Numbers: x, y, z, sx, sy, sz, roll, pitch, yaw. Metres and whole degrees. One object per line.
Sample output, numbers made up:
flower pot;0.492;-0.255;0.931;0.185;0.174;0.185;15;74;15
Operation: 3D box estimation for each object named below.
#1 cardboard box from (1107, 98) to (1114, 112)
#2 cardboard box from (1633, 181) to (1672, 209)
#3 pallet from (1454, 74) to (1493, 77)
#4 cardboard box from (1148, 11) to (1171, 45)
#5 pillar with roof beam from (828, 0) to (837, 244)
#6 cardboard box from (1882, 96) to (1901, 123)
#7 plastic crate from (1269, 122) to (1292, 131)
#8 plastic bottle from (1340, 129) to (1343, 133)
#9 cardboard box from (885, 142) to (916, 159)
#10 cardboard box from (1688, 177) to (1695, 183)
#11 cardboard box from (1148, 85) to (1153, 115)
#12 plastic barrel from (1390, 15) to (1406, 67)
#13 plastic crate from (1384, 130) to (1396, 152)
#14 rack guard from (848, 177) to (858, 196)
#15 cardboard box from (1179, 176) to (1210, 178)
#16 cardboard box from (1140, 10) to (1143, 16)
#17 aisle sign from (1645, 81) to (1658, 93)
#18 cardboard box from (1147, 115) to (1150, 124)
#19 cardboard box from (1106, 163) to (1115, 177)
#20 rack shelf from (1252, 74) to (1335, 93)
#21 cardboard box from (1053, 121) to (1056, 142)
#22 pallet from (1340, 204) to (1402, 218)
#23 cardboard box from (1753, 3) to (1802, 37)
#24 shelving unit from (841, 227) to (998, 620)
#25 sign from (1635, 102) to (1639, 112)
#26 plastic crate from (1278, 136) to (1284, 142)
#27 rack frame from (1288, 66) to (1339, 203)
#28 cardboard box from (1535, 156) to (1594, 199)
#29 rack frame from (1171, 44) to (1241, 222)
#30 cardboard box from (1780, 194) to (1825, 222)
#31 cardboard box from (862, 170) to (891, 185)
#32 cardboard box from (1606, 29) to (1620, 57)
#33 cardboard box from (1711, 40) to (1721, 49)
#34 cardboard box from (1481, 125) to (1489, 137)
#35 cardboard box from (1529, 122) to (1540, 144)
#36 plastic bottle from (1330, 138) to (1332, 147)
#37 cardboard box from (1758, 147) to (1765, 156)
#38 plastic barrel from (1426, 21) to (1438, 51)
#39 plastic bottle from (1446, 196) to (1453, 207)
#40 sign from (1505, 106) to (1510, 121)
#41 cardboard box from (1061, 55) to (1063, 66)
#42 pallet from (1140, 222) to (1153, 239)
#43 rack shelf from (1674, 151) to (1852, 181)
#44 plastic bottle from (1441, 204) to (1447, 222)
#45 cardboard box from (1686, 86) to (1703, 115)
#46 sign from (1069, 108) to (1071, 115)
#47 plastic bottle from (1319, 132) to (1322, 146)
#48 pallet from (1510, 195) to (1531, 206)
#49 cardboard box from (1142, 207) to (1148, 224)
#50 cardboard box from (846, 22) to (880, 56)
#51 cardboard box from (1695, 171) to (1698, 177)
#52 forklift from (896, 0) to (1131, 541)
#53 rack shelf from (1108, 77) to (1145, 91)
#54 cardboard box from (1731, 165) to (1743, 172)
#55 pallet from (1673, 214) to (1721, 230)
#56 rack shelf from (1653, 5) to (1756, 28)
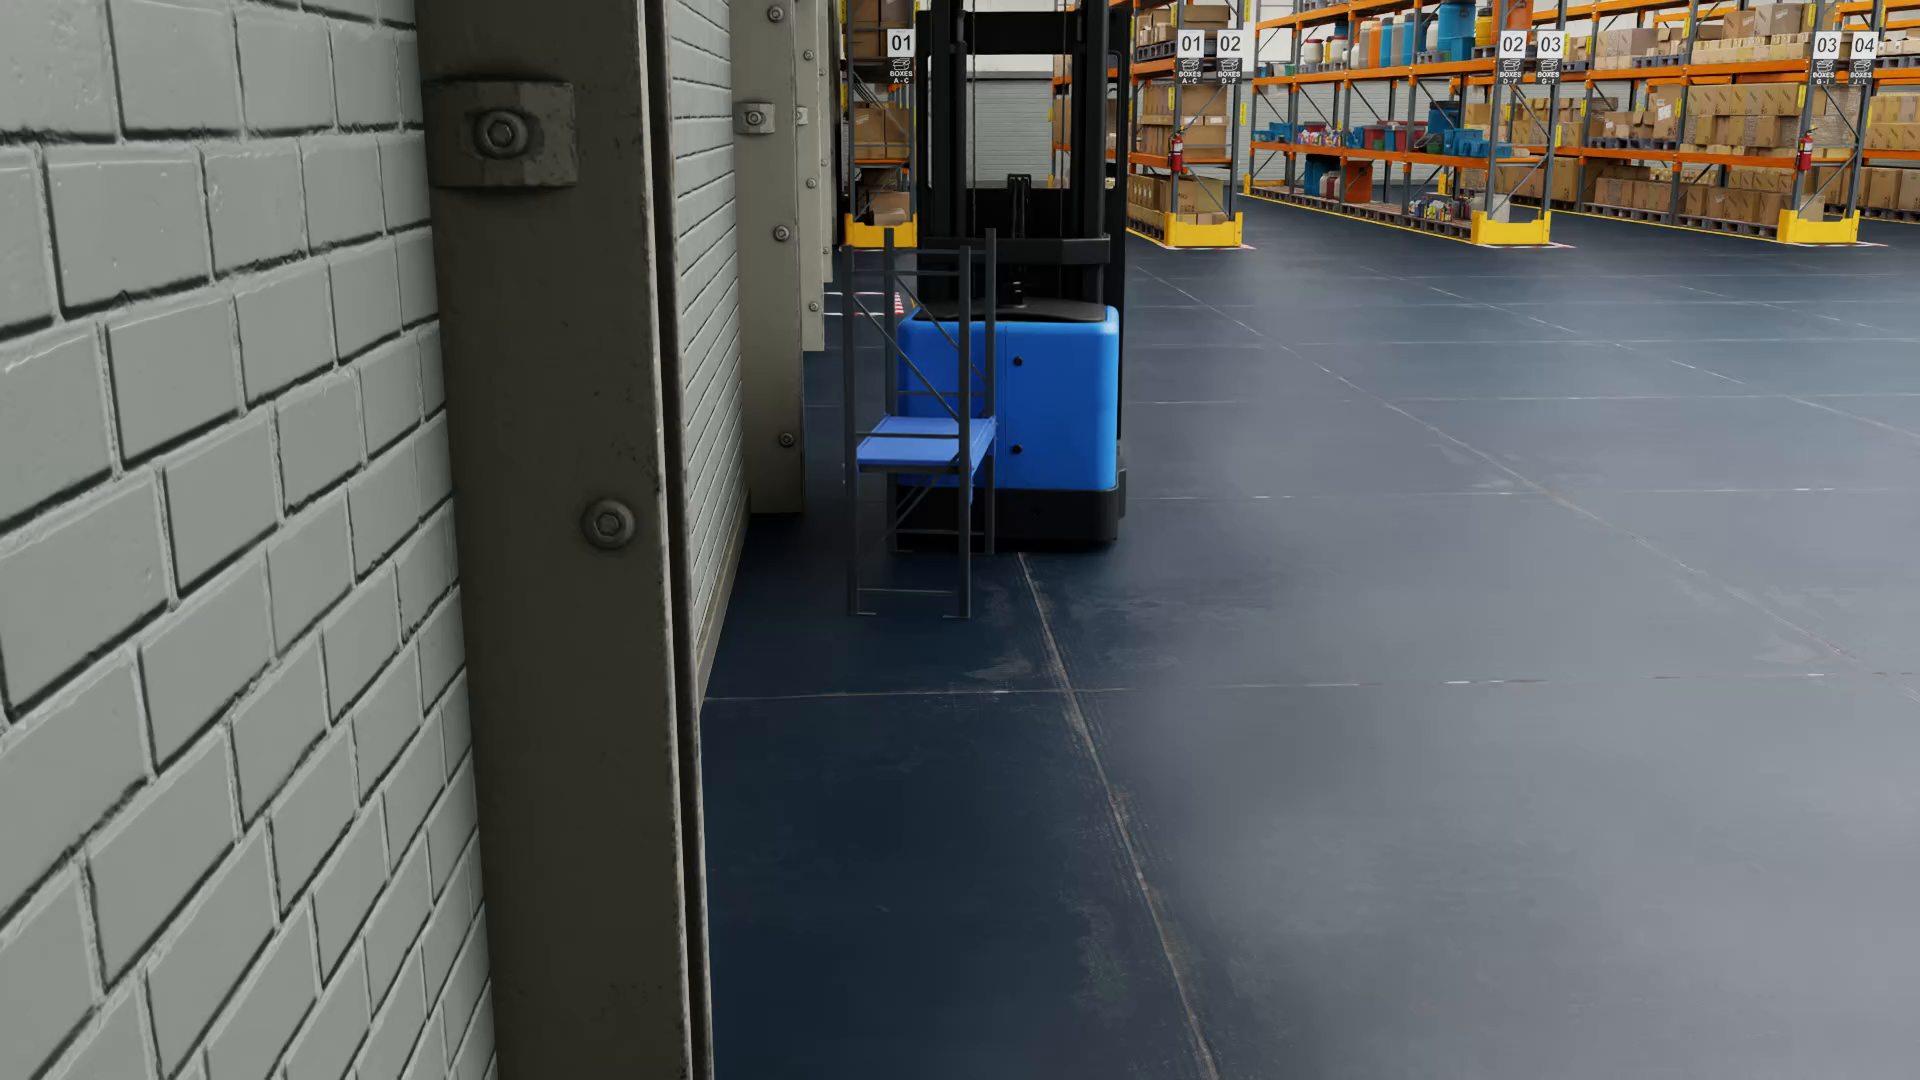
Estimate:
cardboard box;3.271;-9.675;37.404;0.500;0.500;0.500;-1;14;-2
cardboard box;13.340;-6.597;31.781;0.700;0.500;0.500;-2;15;-8
pallet;12.716;-11.394;40.447;1.003;0.211;1.213;-1;14;-3
cardboard box;3.491;-8.394;27.280;0.797;0.503;0.637;1;14;3
pillar with roof beam;2.209;-9.092;25.304;9.100;9.000;0.400;-1;14;-3
cardboard box;18.228;-8.270;31.943;0.700;0.500;0.500;-1;14;-4
plastic crate;7.923;-10.057;40.904;0.616;0.435;0.499;-1;14;-3
plastic bottle;8.359;-8.803;36.321;0.144;0.351;0.185;-1;14;-3
cardboard box;-0.894;-6.023;25.676;0.500;0.250;0.500;-1;14;-5
cardboard box;17.511;-8.525;39.423;0.380;0.149;0.250;-1;14;-2
cardboard box;3.582;-7.472;28.245;0.700;0.500;0.500;-1;14;-4
plastic barrel;8.171;-9.088;30.304;0.600;0.901;0.600;0;14;0
plastic crate;8.080;-7.369;30.679;0.392;0.384;0.575;-1;14;-3
rack guard;-2.174;-8.734;40.969;1.175;0.500;0.348;-1;14;-3
cardboard box;3.861;-5.782;27.648;0.500;0.500;0.500;-1;14;-3
cardboard box;3.458;-9.274;29.983;0.500;0.500;0.500;1;14;2
aisle sign;17.312;-11.492;41.454;0.394;0.787;0.004;-1;14;-3
cardboard box;3.390;-7.133;28.226;0.380;0.149;0.250;-1;14;-4
cardboard box;2.967;-7.635;34.310;0.500;0.250;0.500;0;14;-1
rack shelf;7.840;-10.699;39.011;1.077;0.370;4.000;-1;14;-3
cardboard box;2.536;-9.950;40.478;0.500;0.500;0.500;-1;14;-2
pallet;8.221;-6.558;33.092;1.003;0.211;1.213;-1;14;-3
cardboard box;13.302;-8.458;27.058;0.500;0.500;0.500;-1;14;-3
shelving unit;-0.150;-0.537;7.104;0.538;1.500;1.048;2;15;7
sign;13.696;-8.712;33.700;0.100;0.325;0.005;-1;14;-3
plastic crate;7.626;-9.267;38.455;0.437;0.125;0.590;-1;14;-3
rack frame;7.964;-9.097;37.362;1.000;3.000;0.127;-1;14;-3
cardboard box;13.085;-7.747;35.536;1.225;0.875;0.875;-1;14;-3
rack frame;3.763;-6.037;25.470;1.000;3.000;0.127;-1;14;-3
cardboard box;13.629;-5.337;26.924;0.500;0.500;0.500;2;15;7
cardboard box;-1.522;-6.612;30.334;0.500;0.250;0.500;-1;14;-5
cardboard box;12.955;-9.675;32.384;0.500;0.500;0.500;-1;14;-3
cardboard box;13.195;-8.538;28.672;0.380;0.149;0.250;-1;14;-3
cardboard box;12.551;-9.606;39.046;0.500;0.250;0.500;-1;14;-2
cardboard box;12.749;-8.854;36.218;0.500;0.500;0.500;-1;14;-5
plastic bottle;7.739;-8.259;34.504;0.097;0.201;0.097;0;14;0
cardboard box;13.371;-6.384;27.322;0.380;0.149;0.250;-1;14;-3
plastic barrel;8.290;-8.707;28.762;0.421;0.512;0.421;0;14;0
plastic bottle;8.643;-5.879;29.291;0.144;0.351;0.185;-1;14;-3
sign;12.353;-9.622;37.507;0.100;0.325;0.005;-1;14;-3
cardboard box;2.632;-11.133;38.555;0.500;0.250;0.500;-1;14;-3
pallet;3.601;-5.179;27.730;1.003;0.211;1.213;-1;14;-3
rack shelf;13.527;-6.338;28.083;1.077;0.370;4.000;-1;14;-3
plastic bottle;8.130;-5.489;27.908;0.061;0.283;0.133;-1;14;-2
cardboard box;13.177;-7.745;29.302;0.500;0.500;0.500;-1;14;-3
sign;2.478;-9.430;36.921;0.100;0.325;0.005;-1;14;-3
plastic bottle;7.670;-8.503;35.288;0.061;0.283;0.133;-1;14;-3
pallet;13.030;-7.632;37.266;1.003;0.211;1.213;-1;14;-3
cardboard box;3.330;-5.410;27.710;0.500;0.250;0.500;-1;14;-3
cardboard box;-1.460;-7.570;25.168;0.500;0.500;0.500;0;14;1
cardboard box;17.566;-8.611;39.157;0.380;0.149;0.250;0;14;-2
forklift;0.340;-1.728;8.862;1.130;2.935;3.031;1;14;5
rack shelf;3.143;-9.628;34.851;1.077;0.370;4.000;-1;14;-3
cardboard box;17.646;-8.393;37.295;0.500;0.250;0.500;-2;15;-6
pallet;13.480;-5.667;29.627;1.003;0.211;1.213;-1;14;-3
rack shelf;17.740;-12.278;39.135;1.077;0.370;4.000;-1;14;-3
